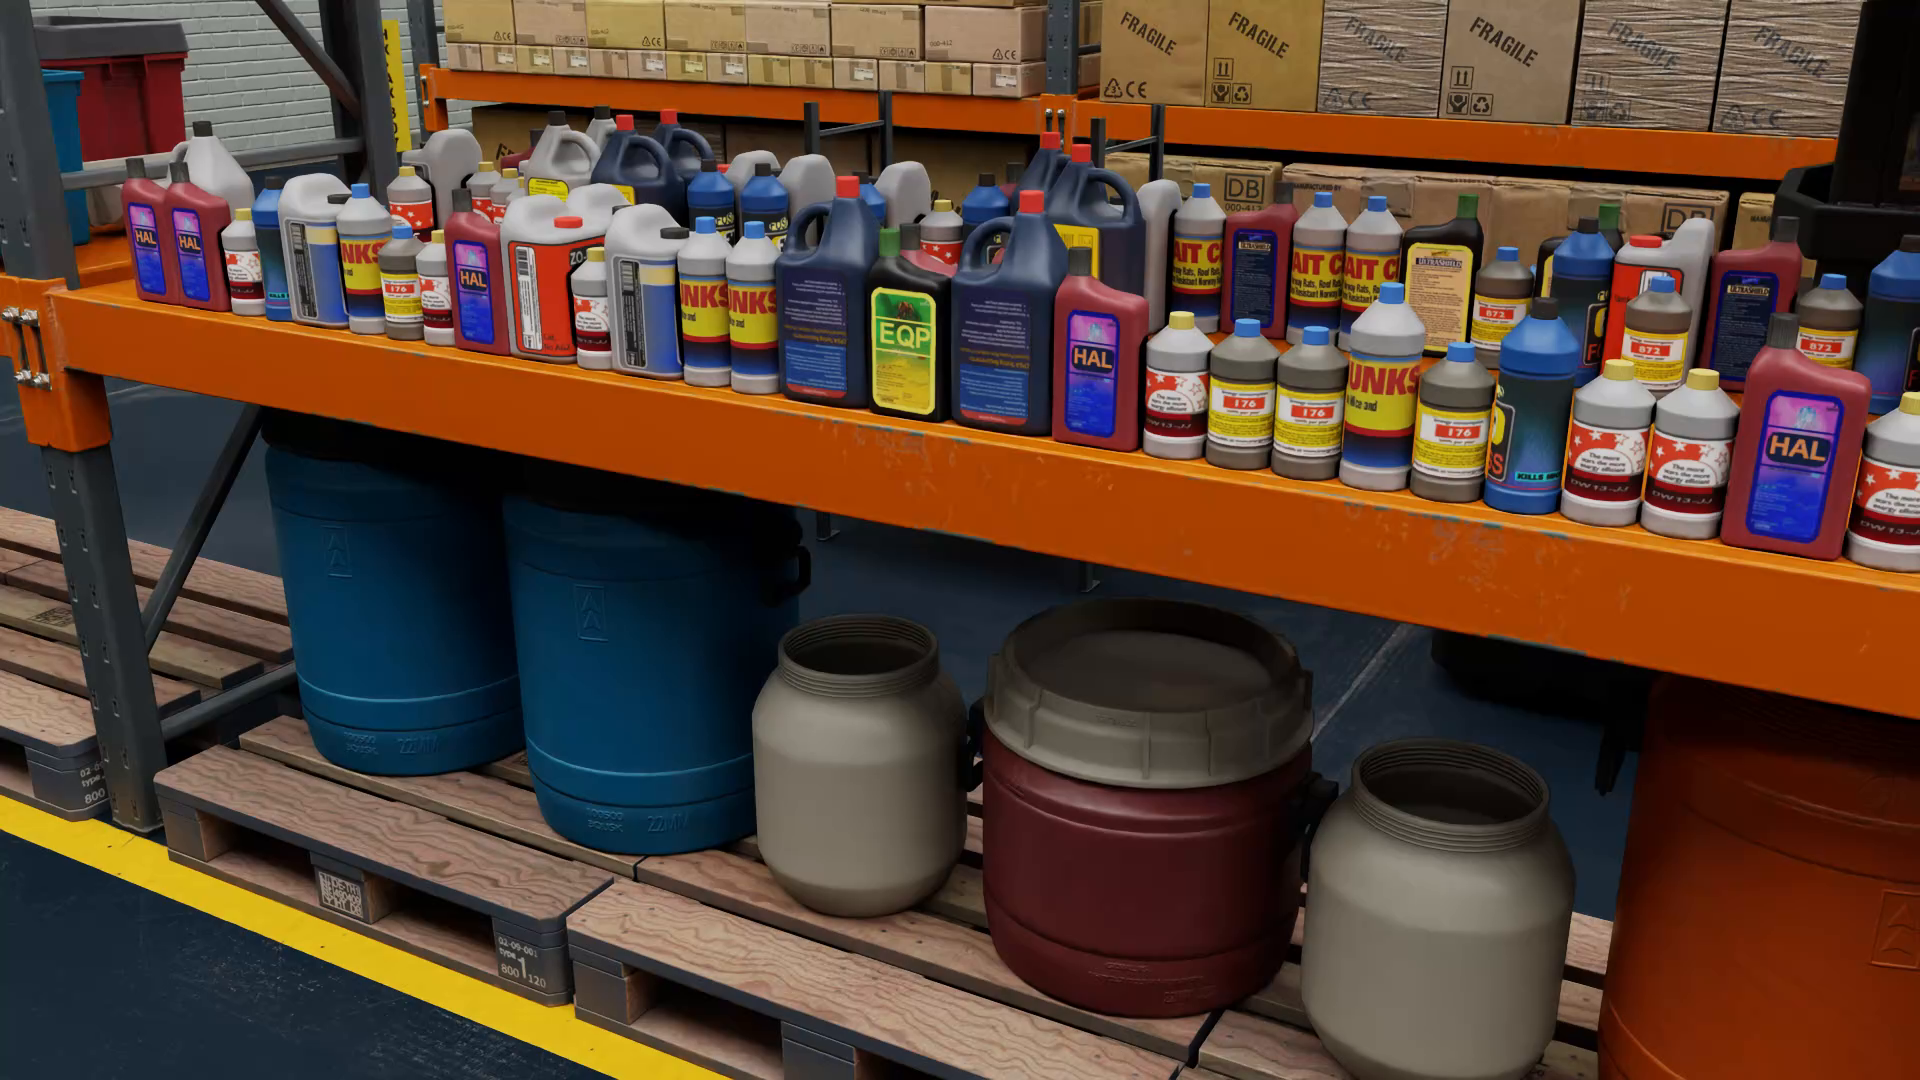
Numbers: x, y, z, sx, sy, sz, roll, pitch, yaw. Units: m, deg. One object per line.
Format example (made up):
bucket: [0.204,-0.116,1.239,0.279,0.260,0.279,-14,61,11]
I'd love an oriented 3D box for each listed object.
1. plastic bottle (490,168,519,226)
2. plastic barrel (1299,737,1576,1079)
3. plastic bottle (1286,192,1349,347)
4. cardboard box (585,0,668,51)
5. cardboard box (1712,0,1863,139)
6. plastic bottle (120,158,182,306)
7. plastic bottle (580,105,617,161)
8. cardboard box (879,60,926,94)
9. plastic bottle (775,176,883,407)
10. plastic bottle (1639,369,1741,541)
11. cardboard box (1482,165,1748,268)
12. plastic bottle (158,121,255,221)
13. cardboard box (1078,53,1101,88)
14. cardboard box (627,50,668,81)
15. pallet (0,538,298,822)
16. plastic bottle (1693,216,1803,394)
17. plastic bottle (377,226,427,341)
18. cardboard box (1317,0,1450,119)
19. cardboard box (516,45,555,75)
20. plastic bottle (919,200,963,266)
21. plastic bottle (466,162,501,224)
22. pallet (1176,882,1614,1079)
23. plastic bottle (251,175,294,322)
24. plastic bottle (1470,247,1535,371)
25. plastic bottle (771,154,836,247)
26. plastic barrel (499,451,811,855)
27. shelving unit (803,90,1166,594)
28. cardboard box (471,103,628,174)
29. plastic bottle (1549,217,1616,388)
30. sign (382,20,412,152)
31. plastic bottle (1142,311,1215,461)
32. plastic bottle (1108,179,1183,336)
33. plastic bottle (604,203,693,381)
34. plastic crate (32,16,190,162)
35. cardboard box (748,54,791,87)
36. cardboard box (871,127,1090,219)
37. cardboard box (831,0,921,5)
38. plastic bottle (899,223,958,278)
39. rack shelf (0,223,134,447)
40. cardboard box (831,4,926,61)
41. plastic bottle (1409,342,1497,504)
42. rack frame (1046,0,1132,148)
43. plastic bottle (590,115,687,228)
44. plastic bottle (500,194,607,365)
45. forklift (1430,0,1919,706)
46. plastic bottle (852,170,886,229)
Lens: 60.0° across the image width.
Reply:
plastic bottle: [-1.027,-0.751,3.829,0.097,0.201,0.097,0,20,0]
plastic barrel: [0.790,0.628,2.767,0.421,0.512,0.421,0,20,0]
plastic bottle: [0.647,-0.489,3.004,0.097,0.271,0.097,0,20,0]
cardboard box: [-1.626,-2.745,8.818,0.500,0.250,0.500,10,22,26]
cardboard box: [3.193,-1.815,6.323,0.500,0.500,0.500,11,22,27]
plastic bottle: [-1.618,-0.623,3.354,0.133,0.283,0.061,11,23,27]
plastic bottle: [-0.768,-0.787,3.708,0.185,0.351,0.144,11,23,27]
cardboard box: [-0.190,-2.261,8.067,0.250,0.149,0.380,10,22,26]
plastic bottle: [-0.194,-0.399,2.639,0.185,0.351,0.144,11,23,27]
plastic bottle: [0.907,-0.110,2.061,0.097,0.201,0.097,0,20,0]
cardboard box: [2.810,-1.145,7.123,0.875,0.875,1.225,11,23,27]
plastic bottle: [-1.546,-0.681,3.415,0.185,0.351,0.144,11,23,27]
cardboard box: [0.589,-2.370,8.369,0.250,0.149,0.380,11,23,27]
cardboard box: [-1.534,-2.517,8.773,0.250,0.149,0.380,11,22,27]
pallet: [-2.391,0.335,4.633,1.213,0.211,1.003,11,23,27]
plastic bottle: [1.277,-0.382,2.690,0.133,0.283,0.061,11,23,27]
plastic bottle: [-1.020,-0.477,3.073,0.097,0.201,0.097,0,20,0]
cardboard box: [1.841,-2.069,7.025,0.500,0.500,0.500,10,22,26]
cardboard box: [-2.210,-2.645,9.127,0.250,0.149,0.380,10,22,26]
plastic bottle: [-0.035,-0.586,3.373,0.097,0.201,0.097,0,20,0]
plastic bottle: [-1.114,-0.792,3.940,0.097,0.201,0.097,0,20,0]
pallet: [1.053,0.992,2.821,1.213,0.211,1.003,11,23,27]
plastic bottle: [-1.307,-0.565,3.212,0.097,0.271,0.097,0,20,0]
plastic bottle: [0.933,-0.402,2.865,0.097,0.201,0.097,0,20,0]
plastic bottle: [-0.352,-0.671,3.498,0.135,0.276,0.152,11,23,27]
plastic barrel: [-0.645,0.137,3.551,0.708,0.901,0.600,11,23,27]
shelving unit: [0.074,-0.691,5.570,1.048,1.500,0.538,11,23,27]
cardboard box: [-2.209,-2.121,9.814,0.875,0.875,0.875,11,23,27]
plastic bottle: [1.020,-0.394,2.742,0.097,0.271,0.097,0,20,0]
sign: [-1.460,-1.159,4.256,0.005,0.325,0.100,11,23,27]
plastic bottle: [0.312,-0.224,2.374,0.097,0.201,0.097,0,20,0]
plastic bottle: [0.331,-0.541,3.139,0.135,0.276,0.152,11,23,27]
plastic bottle: [-0.501,-0.424,2.818,0.135,0.276,0.152,11,23,27]
plastic crate: [-2.387,-1.147,4.446,0.583,0.464,0.402,11,23,27]
cardboard box: [-0.863,-2.389,8.420,0.250,0.149,0.380,10,22,26]
cardboard box: [0.148,-1.672,8.576,0.875,0.875,0.875,11,23,27]
cardboard box: [-0.282,-2.843,7.989,0.500,0.500,0.500,11,23,28]
plastic bottle: [-0.045,-0.347,2.594,0.133,0.283,0.061,11,23,27]
rack shelf: [-3.476,-0.860,4.892,4.000,0.370,1.077,11,23,27]
cardboard box: [-0.281,-2.490,8.114,0.500,0.250,0.500,12,23,29]
plastic bottle: [0.652,-0.159,2.195,0.097,0.201,0.097,0,20,0]
rack frame: [0.685,-2.340,7.917,0.127,3.000,1.000,11,23,27]
plastic bottle: [-0.677,-0.713,3.505,0.185,0.351,0.144,11,23,27]
plastic bottle: [-0.704,-0.463,2.924,0.135,0.276,0.152,11,23,27]
forklift: [2.885,-0.872,3.970,3.031,2.935,1.130,10,22,26]
plastic bottle: [-0.194,-0.590,3.281,0.097,0.271,0.097,0,20,0]
